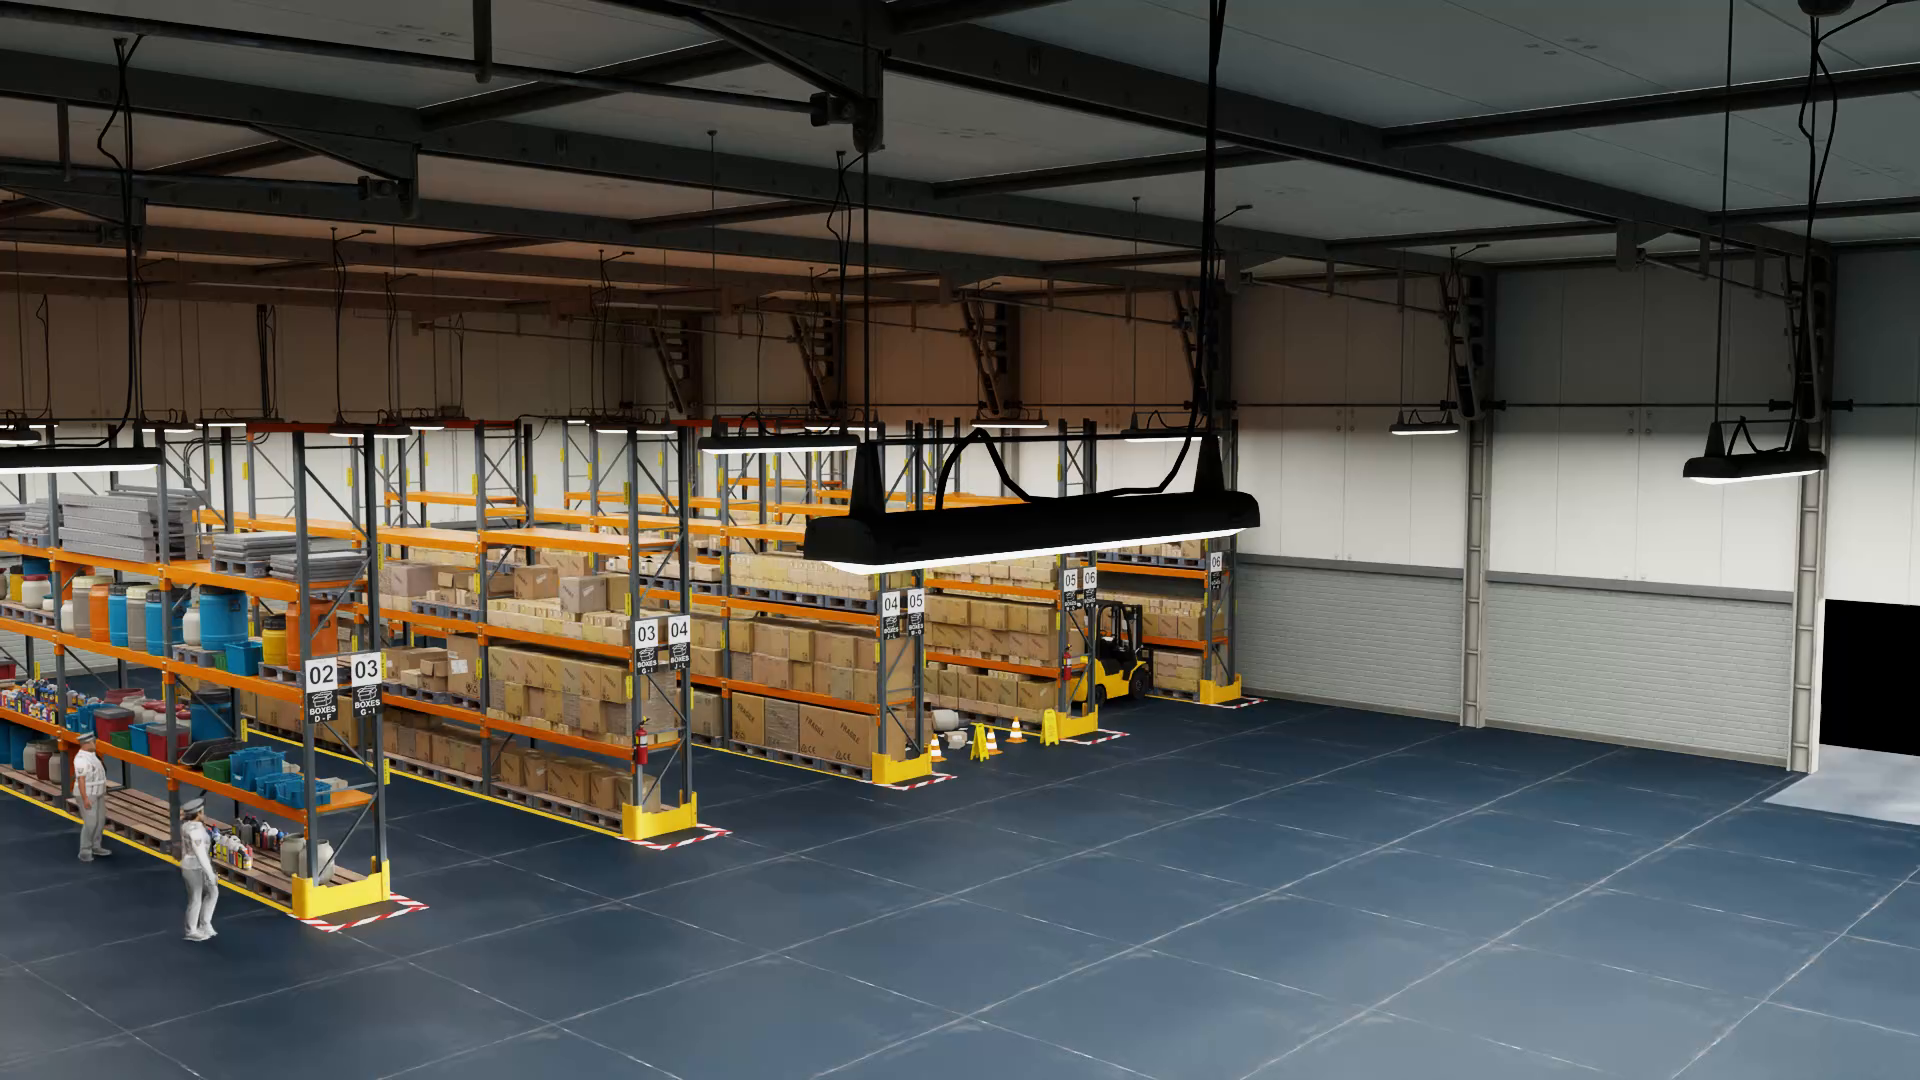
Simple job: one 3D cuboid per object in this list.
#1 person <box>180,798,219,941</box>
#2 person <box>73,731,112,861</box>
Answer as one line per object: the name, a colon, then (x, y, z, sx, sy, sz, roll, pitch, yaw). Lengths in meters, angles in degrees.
person: (-8.983, 3.929, 19.645, 0.465, 1.751, 0.480, -1, 5, -10)
person: (-12.153, 3.599, 23.283, 0.432, 1.852, 0.609, 0, 5, -2)
